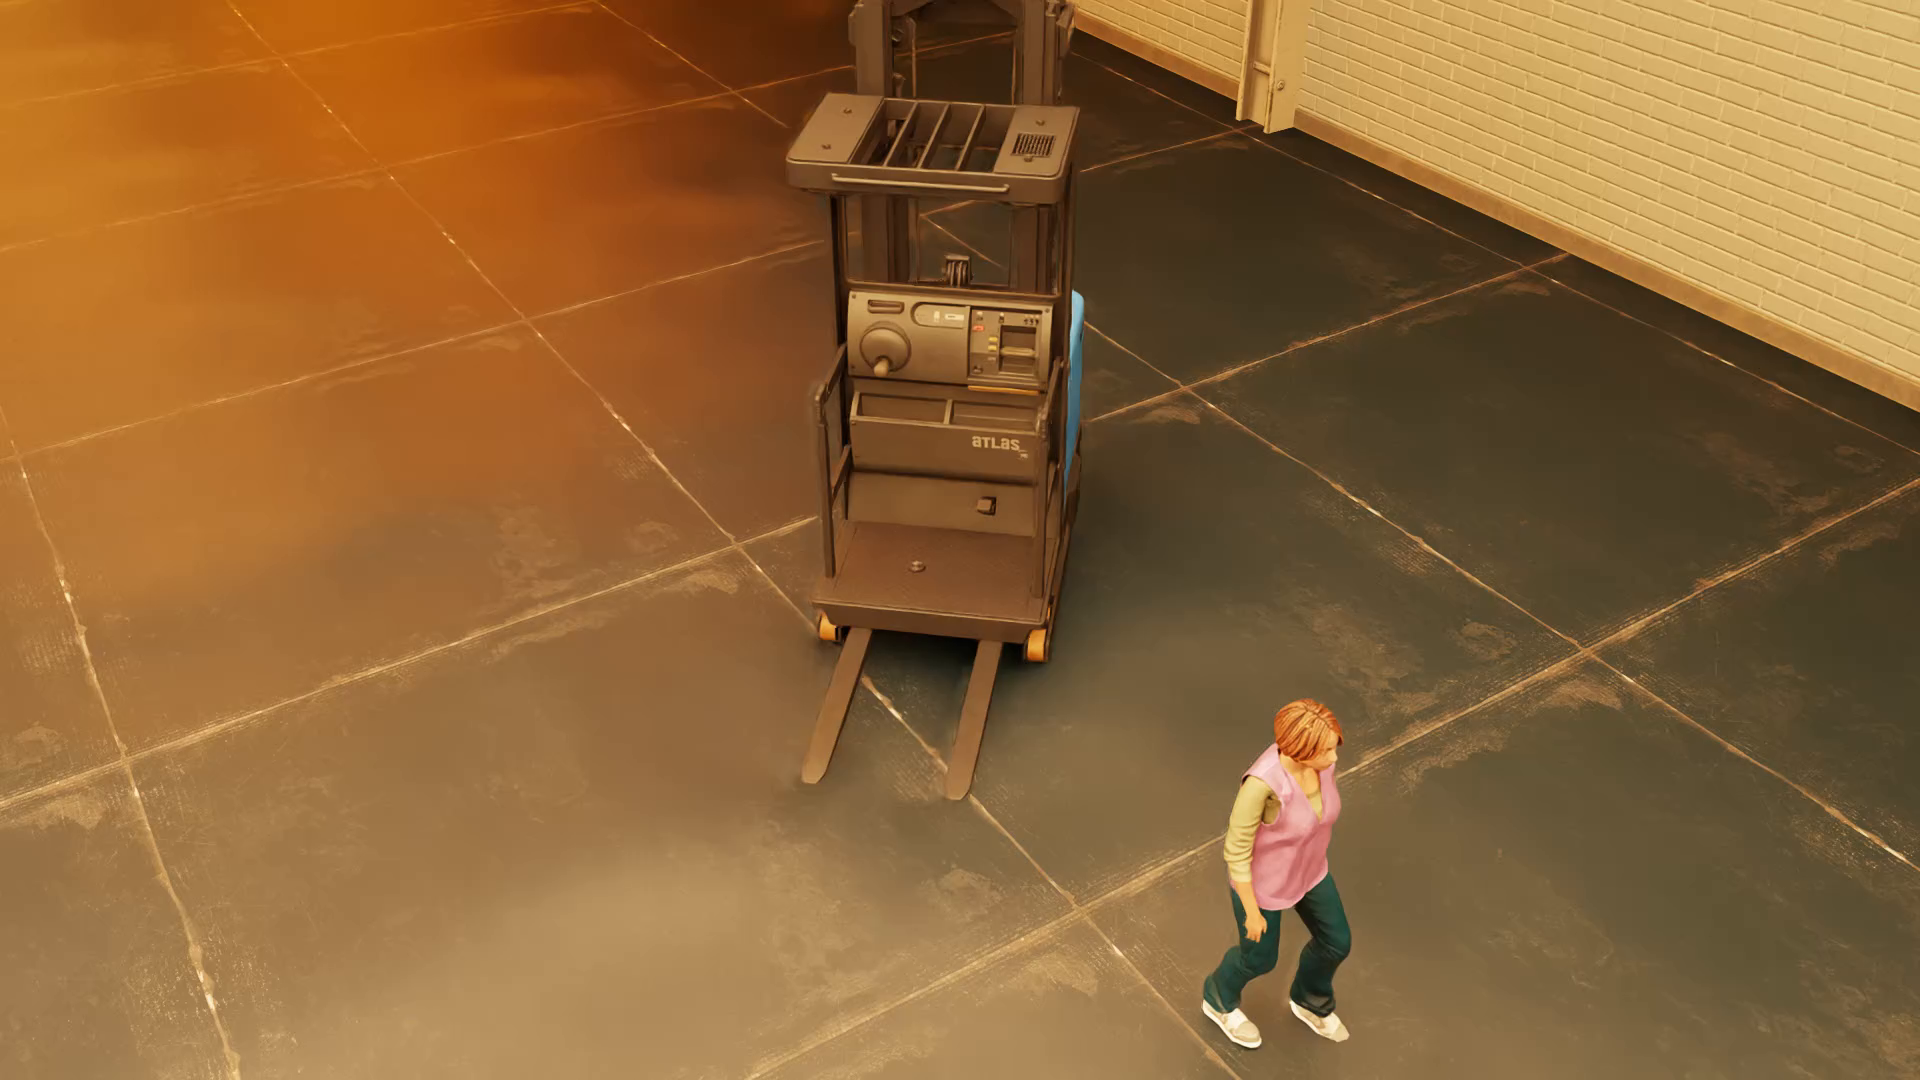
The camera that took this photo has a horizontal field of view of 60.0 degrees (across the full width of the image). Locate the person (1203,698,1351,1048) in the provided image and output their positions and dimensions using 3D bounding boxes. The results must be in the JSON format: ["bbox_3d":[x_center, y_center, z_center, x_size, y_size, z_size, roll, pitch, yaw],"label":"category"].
[{"bbox_3d":[1.109,1.186,5.684,0.510,1.628,0.478,-26,43,-32],"label":"person"}]

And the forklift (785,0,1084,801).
[{"bbox_3d":[-0.081,-0.844,7.348,1.130,2.935,3.031,5,35,8],"label":"forklift"}]
